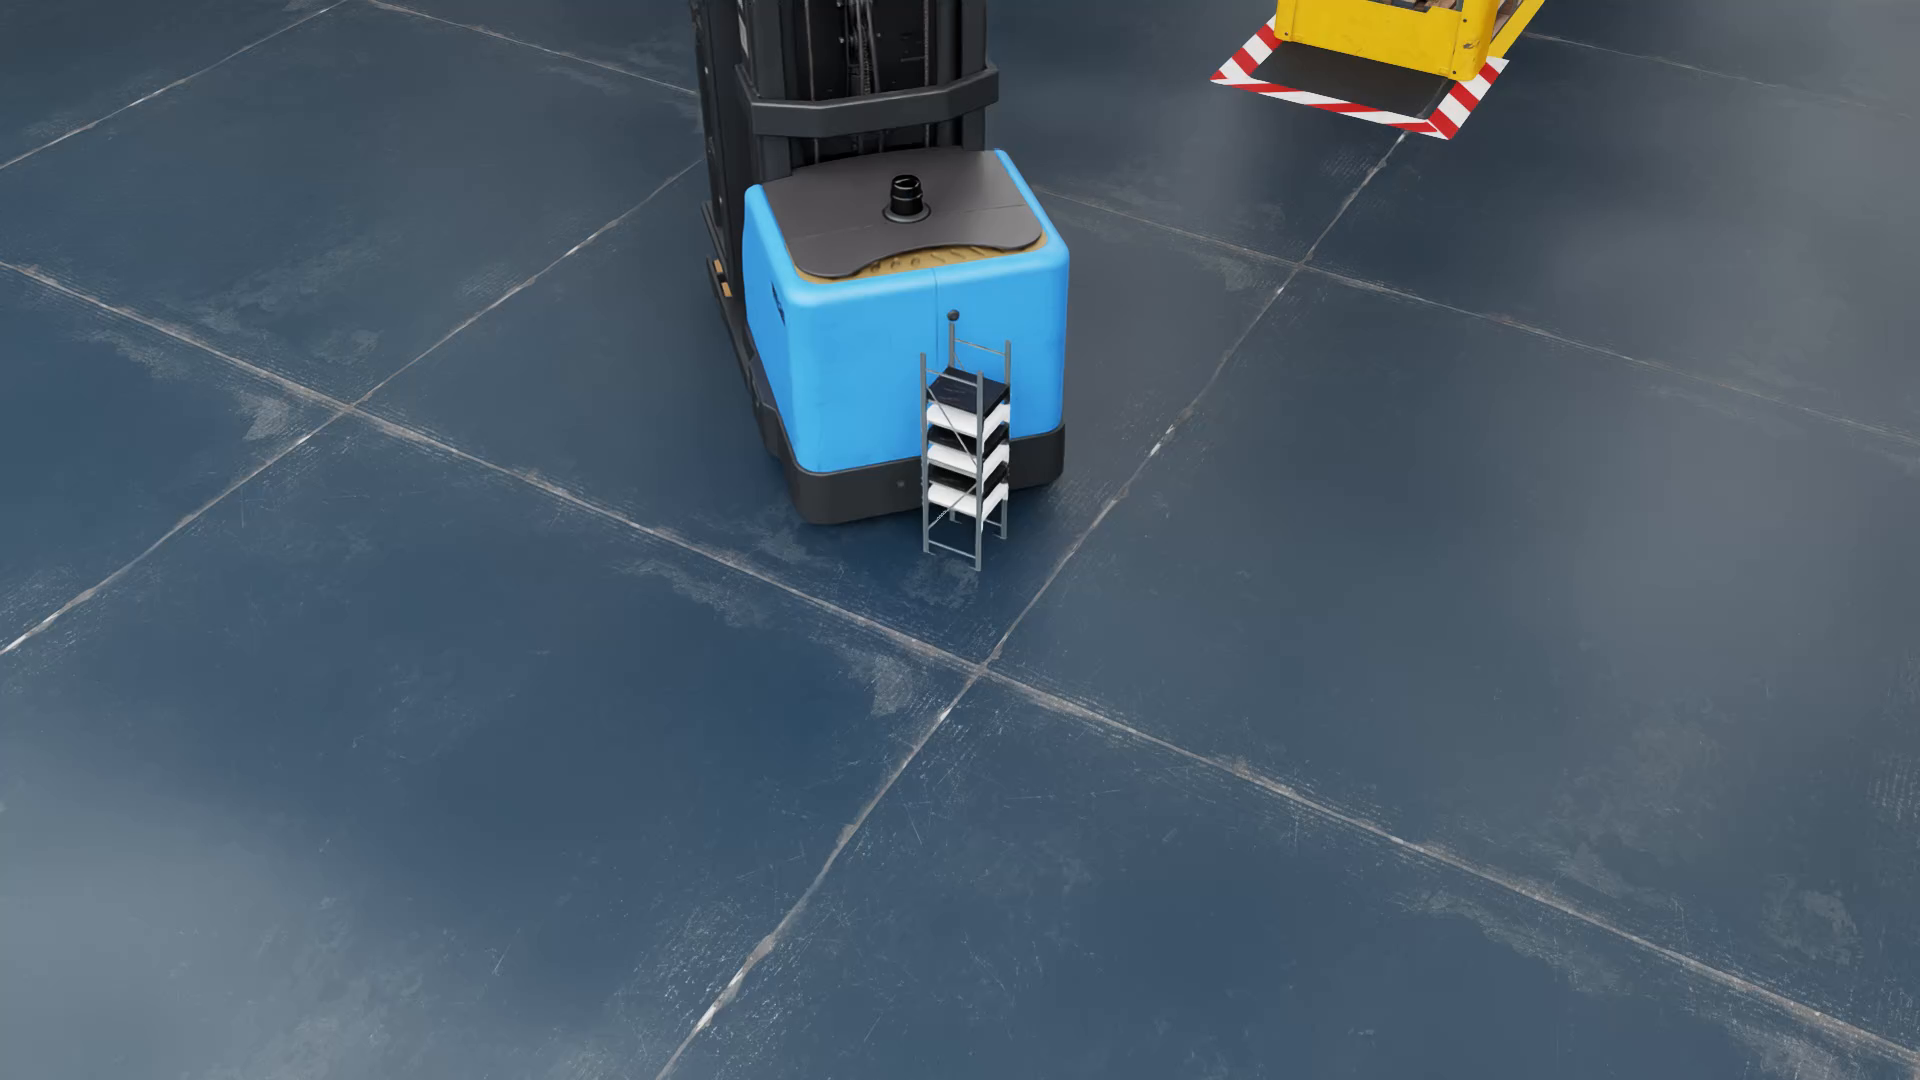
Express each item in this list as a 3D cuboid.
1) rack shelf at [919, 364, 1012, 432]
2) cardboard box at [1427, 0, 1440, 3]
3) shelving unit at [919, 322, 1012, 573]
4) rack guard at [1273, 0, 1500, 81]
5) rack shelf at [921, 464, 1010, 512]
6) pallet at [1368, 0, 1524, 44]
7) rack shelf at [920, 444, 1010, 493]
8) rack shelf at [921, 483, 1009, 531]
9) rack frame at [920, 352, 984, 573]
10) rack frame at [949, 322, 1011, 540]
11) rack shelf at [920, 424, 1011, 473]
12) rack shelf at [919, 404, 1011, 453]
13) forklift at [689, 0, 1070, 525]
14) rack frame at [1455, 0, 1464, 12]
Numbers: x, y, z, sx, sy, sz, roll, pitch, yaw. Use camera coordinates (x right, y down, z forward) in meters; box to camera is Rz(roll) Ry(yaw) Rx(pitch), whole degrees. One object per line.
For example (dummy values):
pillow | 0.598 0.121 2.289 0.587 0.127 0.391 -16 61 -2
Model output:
rack shelf | 0.019 -0.494 5.772 0.258 0.077 0.200 20 45 21
cardboard box | 2.655 -3.439 9.459 0.500 0.500 0.500 30 49 29
shelving unit | 0.019 -0.316 5.928 0.258 0.900 0.210 20 45 21
rack guard | 2.366 -2.973 9.248 1.175 0.500 0.348 21 45 22
rack shelf | 0.019 -0.224 6.010 0.258 0.077 0.200 20 45 21
pallet | 2.803 -3.318 9.858 1.003 0.211 1.213 21 45 22
rack shelf | 0.019 -0.291 5.950 0.258 0.077 0.200 20 45 21
rack shelf | 0.019 -0.156 6.069 0.258 0.077 0.200 20 45 21
rack frame | -0.029 -0.257 5.861 0.240 0.900 0.006 20 45 21
rack frame | 0.068 -0.375 5.995 0.240 0.900 0.006 20 45 21
rack shelf | 0.019 -0.359 5.891 0.258 0.077 0.200 20 45 21
rack shelf | 0.019 -0.426 5.831 0.258 0.077 0.200 20 45 21
forklift | -0.505 -2.142 6.465 1.130 2.935 3.031 -11 43 -12
rack frame | 2.328 -3.868 8.372 1.000 3.000 0.127 21 45 22
